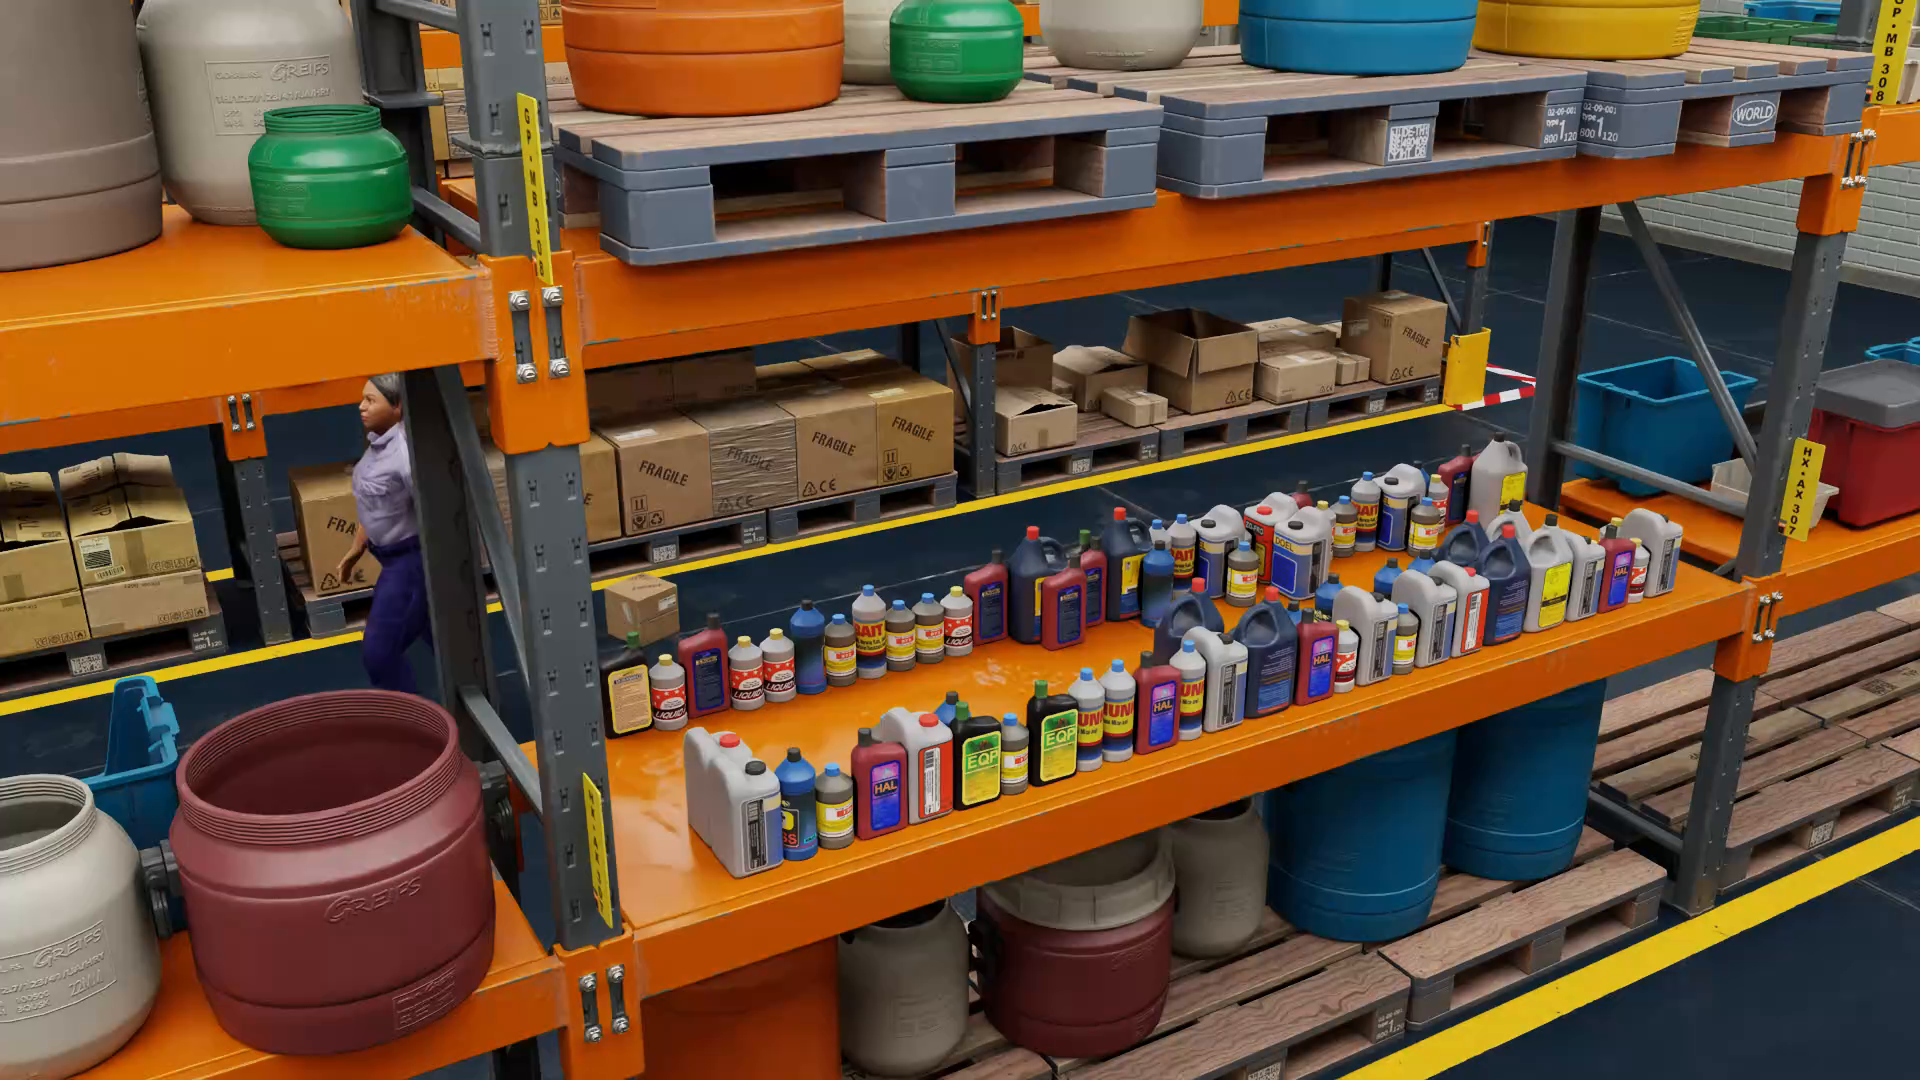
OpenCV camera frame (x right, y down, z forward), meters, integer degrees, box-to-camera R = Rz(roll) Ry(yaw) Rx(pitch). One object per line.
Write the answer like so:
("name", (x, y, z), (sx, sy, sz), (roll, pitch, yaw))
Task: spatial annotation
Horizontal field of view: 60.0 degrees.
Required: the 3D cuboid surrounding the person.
("person", (-2.266, 0.134, 6.828), (0.622, 1.714, 0.482), (-11, 24, -25))
